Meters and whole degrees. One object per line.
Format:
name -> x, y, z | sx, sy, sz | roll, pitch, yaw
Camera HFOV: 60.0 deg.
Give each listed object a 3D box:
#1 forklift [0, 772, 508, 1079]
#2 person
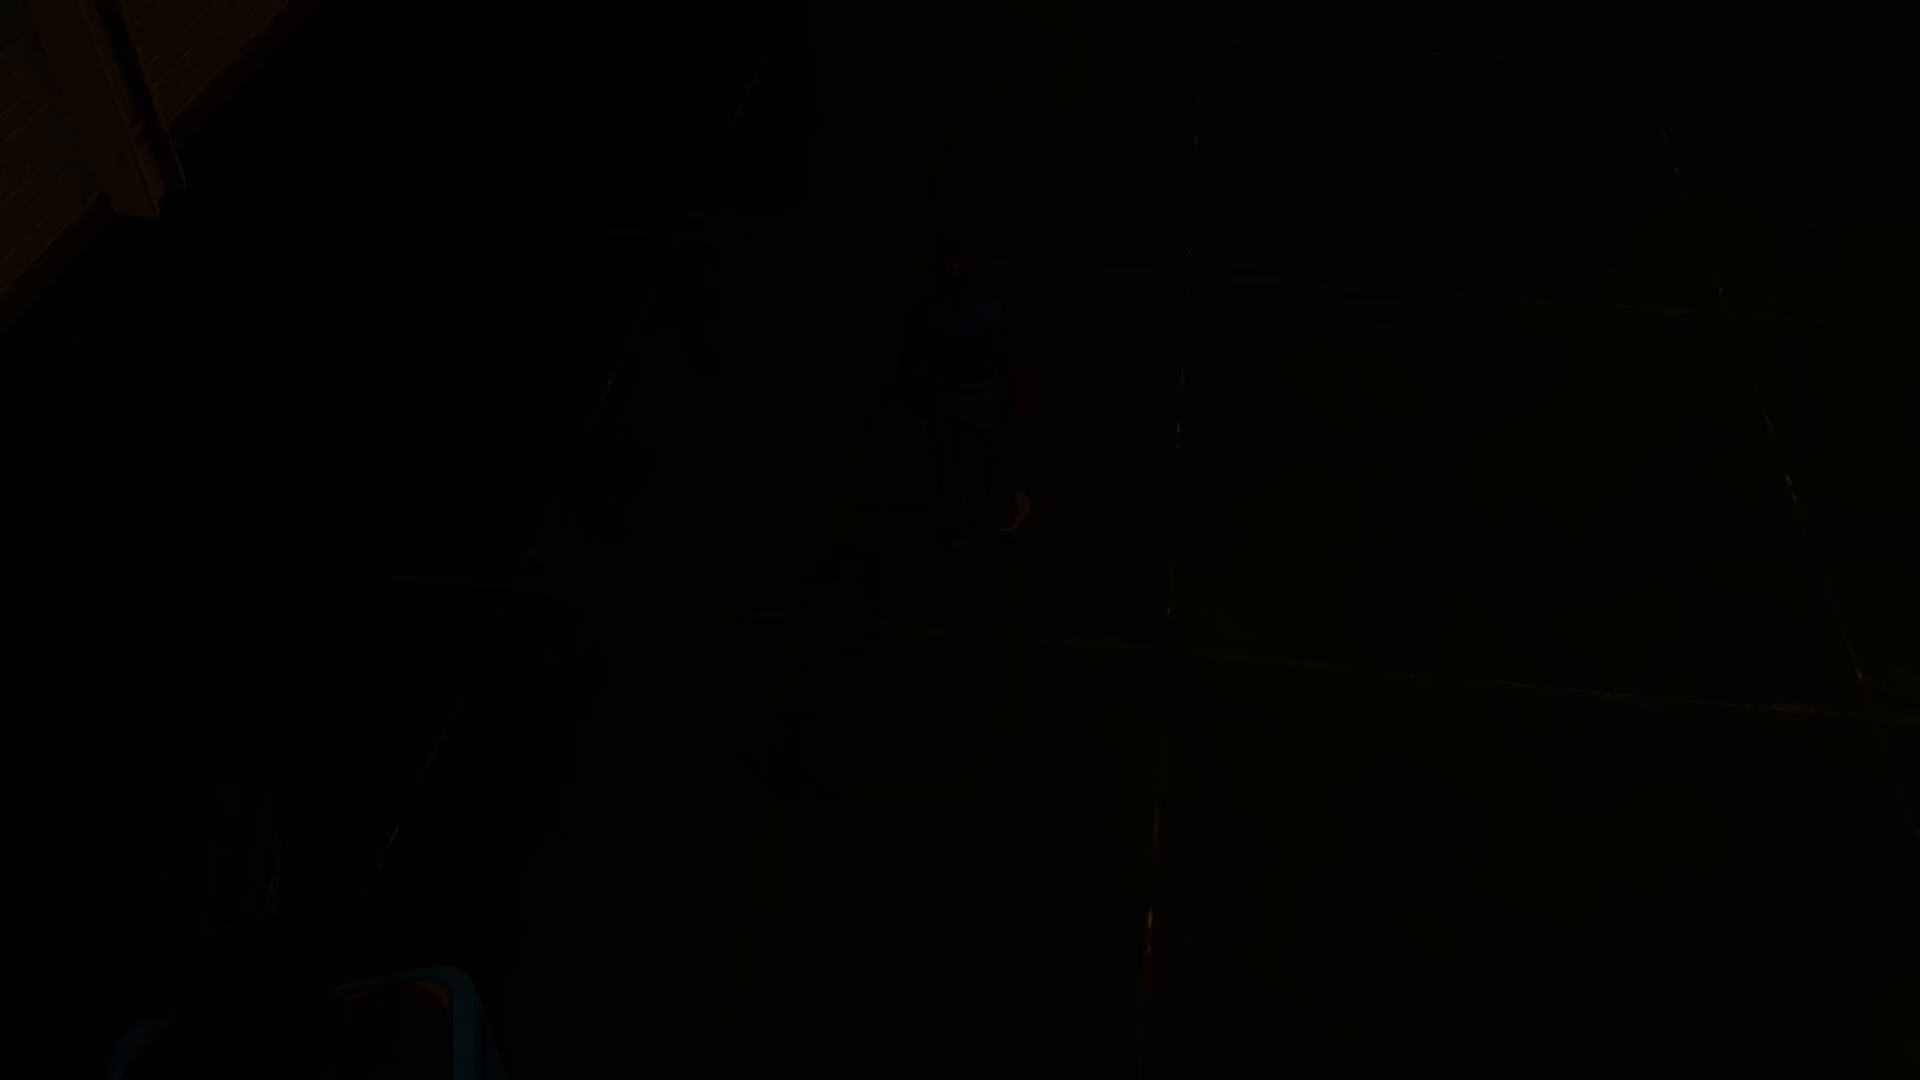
forklift -> -1.634, 2.009, 3.538 | 1.130, 2.935, 3.031 | -8, 43, -9
person -> 0.031, -0.672, 7.388 | 0.570, 1.654, 0.503 | 5, 43, 6
